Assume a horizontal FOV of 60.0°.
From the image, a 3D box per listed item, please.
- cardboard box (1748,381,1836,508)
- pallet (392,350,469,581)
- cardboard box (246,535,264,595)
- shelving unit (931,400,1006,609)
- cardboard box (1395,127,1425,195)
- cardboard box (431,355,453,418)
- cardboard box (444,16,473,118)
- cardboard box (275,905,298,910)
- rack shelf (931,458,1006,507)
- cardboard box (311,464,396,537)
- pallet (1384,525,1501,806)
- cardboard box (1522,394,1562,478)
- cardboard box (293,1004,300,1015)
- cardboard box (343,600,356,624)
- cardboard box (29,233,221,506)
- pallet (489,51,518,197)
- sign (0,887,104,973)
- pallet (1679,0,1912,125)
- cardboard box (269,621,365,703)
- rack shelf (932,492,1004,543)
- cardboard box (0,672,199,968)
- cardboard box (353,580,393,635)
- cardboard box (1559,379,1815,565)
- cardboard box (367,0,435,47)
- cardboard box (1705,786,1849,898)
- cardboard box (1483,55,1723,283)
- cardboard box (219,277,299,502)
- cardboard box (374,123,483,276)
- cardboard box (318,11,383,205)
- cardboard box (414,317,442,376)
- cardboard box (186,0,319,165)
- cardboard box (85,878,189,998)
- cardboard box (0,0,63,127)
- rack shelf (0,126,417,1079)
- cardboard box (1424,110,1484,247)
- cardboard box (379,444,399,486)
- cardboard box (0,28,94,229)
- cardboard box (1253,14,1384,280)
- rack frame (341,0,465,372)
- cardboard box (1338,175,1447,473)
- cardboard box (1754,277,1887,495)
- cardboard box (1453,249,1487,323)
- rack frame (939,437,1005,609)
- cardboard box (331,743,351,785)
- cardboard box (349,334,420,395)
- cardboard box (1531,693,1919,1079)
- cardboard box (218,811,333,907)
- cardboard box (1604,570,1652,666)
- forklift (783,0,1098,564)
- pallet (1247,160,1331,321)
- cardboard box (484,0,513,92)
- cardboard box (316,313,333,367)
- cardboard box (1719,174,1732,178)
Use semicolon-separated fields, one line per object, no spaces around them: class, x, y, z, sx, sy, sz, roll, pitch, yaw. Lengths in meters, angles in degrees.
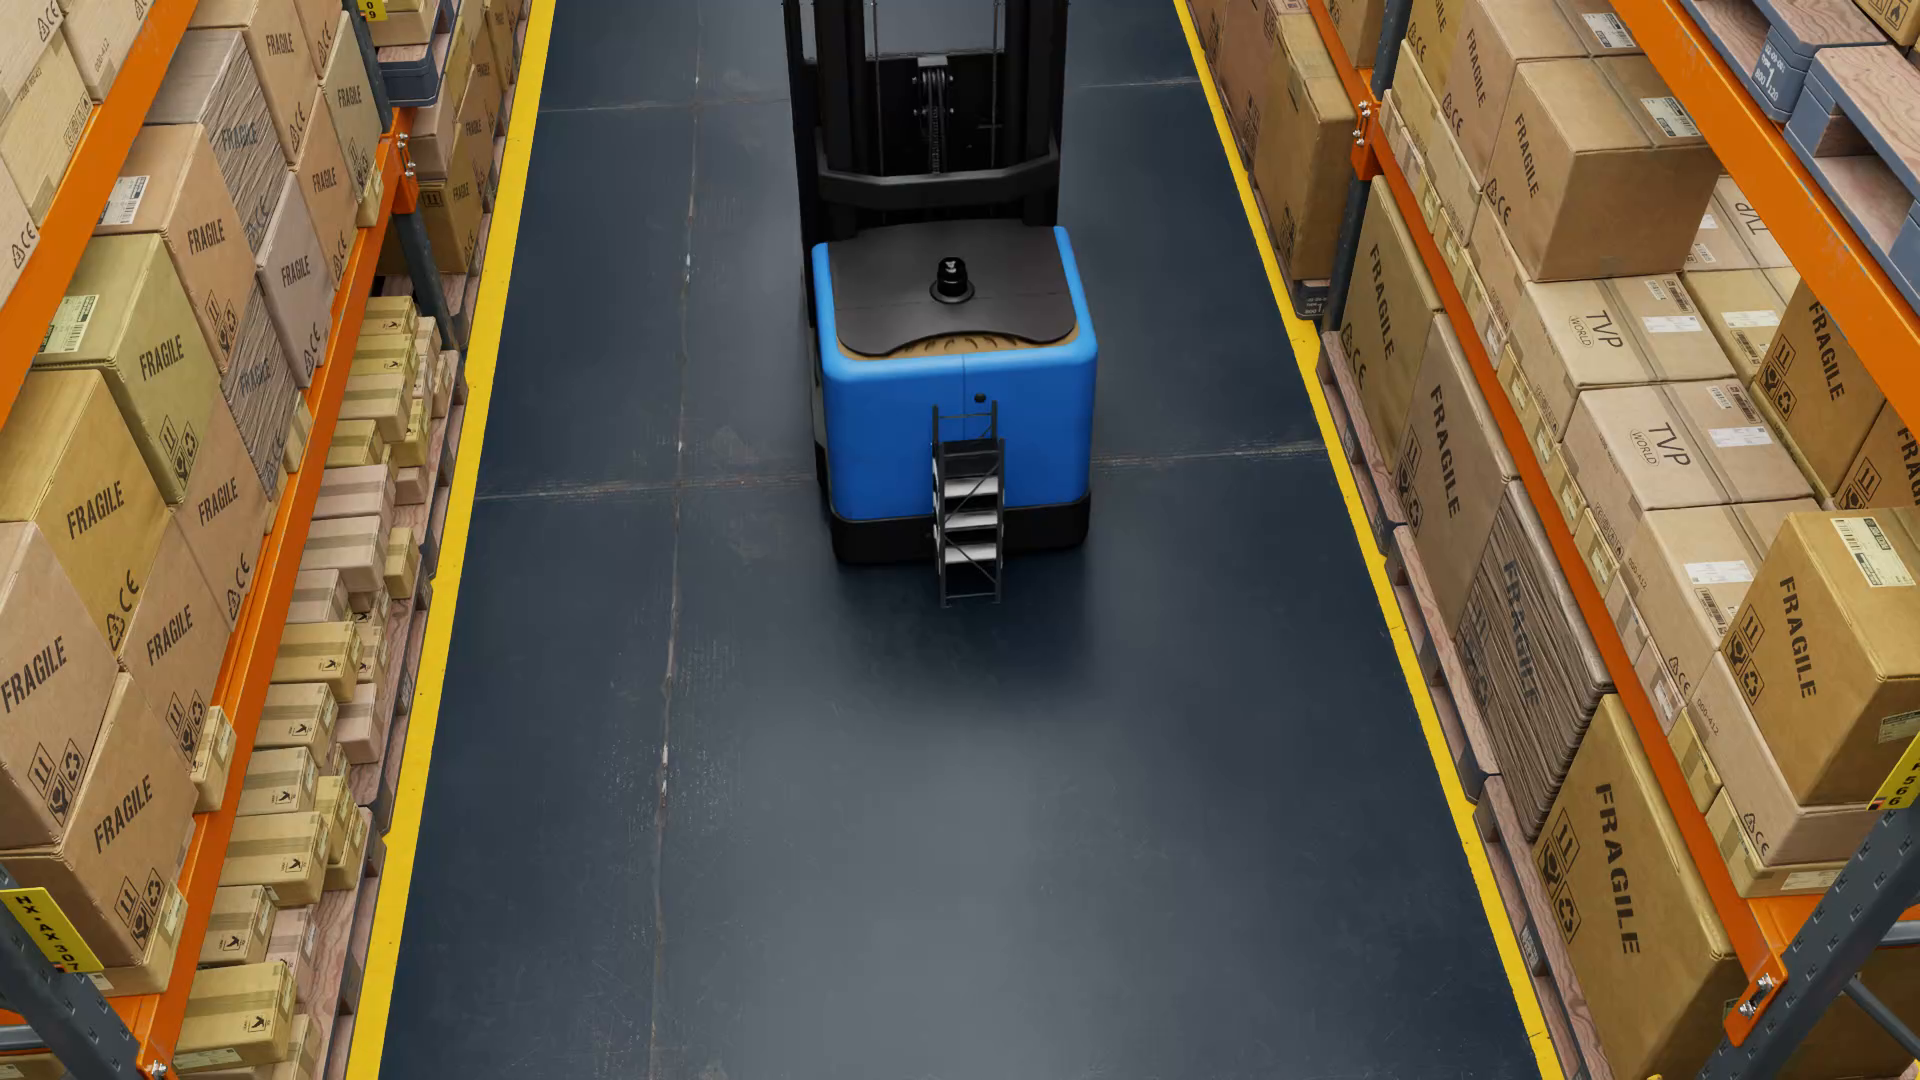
cardboard box;2.661;-0.238;4.944;0.500;0.250;0.500;-5;47;-5
pallet;-2.674;-0.307;7.032;1.003;0.211;1.213;-3;47;-3
cardboard box;-2.311;0.040;4.956;0.380;0.149;0.250;-4;47;-4
shelving unit;0.031;-0.121;6.382;0.258;0.900;0.210;-5;47;-5
cardboard box;1.901;-1.467;6.383;0.380;0.149;0.250;-5;47;-5
cardboard box;-2.393;-0.650;7.111;0.380;0.149;0.250;-3;47;-3
cardboard box;-2.611;-2.228;7.846;0.500;0.250;0.500;-2;47;-2
cardboard box;-2.294;1.110;5.238;0.380;0.149;0.250;-3;47;-3
rack shelf;0.031;-0.222;6.275;0.258;0.077;0.200;-5;47;-5
cardboard box;-2.328;-0.131;6.210;0.380;0.149;0.250;-6;47;-5
pallet;2.277;0.421;6.343;1.003;0.211;1.213;-3;47;-3
cardboard box;2.035;-0.341;5.316;0.380;0.149;0.250;-3;47;-3
cardboard box;-2.259;1.398;5.171;0.380;0.149;0.250;-4;47;-3
cardboard box;-2.400;0.342;5.966;0.380;0.149;0.250;-1;47;-1
cardboard box;-2.273;-0.419;4.255;0.500;0.500;0.500;-4;47;-4
pallet;-2.937;-2.238;8.861;1.003;0.211;1.213;-3;47;-3
sign;-1.889;0.814;3.453;0.100;0.325;0.005;-3;47;-3
pallet;2.343;-1.505;4.241;1.003;0.211;1.213;-3;47;-3
cardboard box;-2.265;0.425;5.682;0.380;0.149;0.250;-3;47;-3
rack shelf;0.031;-0.098;6.406;0.258;0.077;0.200;-5;47;-5
cardboard box;-2.192;0.666;3.916;0.500;0.500;0.500;-1;47;-1
cardboard box;-2.351;0.291;6.219;0.380;0.149;0.250;-3;47;-3
cardboard box;2.131;-0.204;4.912;0.500;0.250;0.500;-5;47;-5
cardboard box;-2.340;-2.120;6.712;0.380;0.149;0.250;-6;47;-5
cardboard box;2.163;0.765;4.269;0.380;0.149;0.250;-3;47;-3
cardboard box;2.053;-1.191;5.331;0.500;0.500;0.500;-5;47;-5
cardboard box;-2.340;-0.443;4.966;0.500;0.500;0.500;-5;47;-4
cardboard box;-2.563;-1.585;7.754;0.500;0.500;0.500;-2;47;-2
cardboard box;-2.443;-1.553;6.018;0.500;0.500;0.500;-3;47;-3
cardboard box;-2.422;-0.807;7.054;0.380;0.149;0.250;-3;47;-2
cardboard box;-2.408;-1.532;5.310;0.500;0.500;0.500;-5;47;-5
cardboard box;-2.131;0.977;4.068;0.380;0.149;0.250;-4;47;-4
cardboard box;-2.283;-1.084;3.541;0.500;0.250;0.500;-3;47;-3
rack shelf;-2.598;-0.055;5.368;1.077;0.370;4.000;-3;47;-3
cardboard box;2.001;-1.312;5.962;0.500;0.250;0.500;-4;47;-3
cardboard box;-2.424;-0.232;6.510;0.380;0.149;0.250;-3;47;-3
cardboard box;-2.309;-0.929;3.737;0.500;0.250;0.500;-5;47;-5
cardboard box;2.112;-1.853;7.750;1.225;0.875;0.875;-3;47;-3
rack frame;-2.765;-1.749;6.477;1.000;3.000;0.127;-3;47;-3
cardboard box;2.161;-0.909;6.856;0.875;0.875;0.875;-3;47;-3
cardboard box;2.658;-0.492;4.669;0.500;0.500;0.500;-5;47;-4
cardboard box;1.969;-0.901;5.847;0.380;0.149;0.250;-4;47;-4
rack frame;0.043;-0.048;6.312;0.240;0.900;0.006;-5;47;-5
cardboard box;-2.315;0.848;5.692;0.380;0.149;0.250;-3;47;-3
cardboard box;-2.415;-0.694;6.742;0.380;0.149;0.250;-3;47;-3
cardboard box;2.388;1.044;5.006;0.875;0.875;0.875;-3;47;-3
cardboard box;-2.172;0.994;5.144;0.380;0.149;0.250;-4;47;-3
cardboard box;2.100;0.214;4.791;0.380;0.149;0.250;-3;47;-3
forklift;-0.160;-1.990;6.753;1.130;2.935;3.031;-5;47;-5
pallet;2.046;-1.573;8.230;1.003;0.211;1.213;-3;47;-3
cardboard box;-2.684;-2.711;8.820;0.500;0.500;0.500;-5;47;-5
cardboard box;-2.365;-0.711;5.667;0.380;0.149;0.250;-5;47;-5
cardboard box;2.530;-1.351;5.998;0.500;0.250;0.500;-2;47;-2
